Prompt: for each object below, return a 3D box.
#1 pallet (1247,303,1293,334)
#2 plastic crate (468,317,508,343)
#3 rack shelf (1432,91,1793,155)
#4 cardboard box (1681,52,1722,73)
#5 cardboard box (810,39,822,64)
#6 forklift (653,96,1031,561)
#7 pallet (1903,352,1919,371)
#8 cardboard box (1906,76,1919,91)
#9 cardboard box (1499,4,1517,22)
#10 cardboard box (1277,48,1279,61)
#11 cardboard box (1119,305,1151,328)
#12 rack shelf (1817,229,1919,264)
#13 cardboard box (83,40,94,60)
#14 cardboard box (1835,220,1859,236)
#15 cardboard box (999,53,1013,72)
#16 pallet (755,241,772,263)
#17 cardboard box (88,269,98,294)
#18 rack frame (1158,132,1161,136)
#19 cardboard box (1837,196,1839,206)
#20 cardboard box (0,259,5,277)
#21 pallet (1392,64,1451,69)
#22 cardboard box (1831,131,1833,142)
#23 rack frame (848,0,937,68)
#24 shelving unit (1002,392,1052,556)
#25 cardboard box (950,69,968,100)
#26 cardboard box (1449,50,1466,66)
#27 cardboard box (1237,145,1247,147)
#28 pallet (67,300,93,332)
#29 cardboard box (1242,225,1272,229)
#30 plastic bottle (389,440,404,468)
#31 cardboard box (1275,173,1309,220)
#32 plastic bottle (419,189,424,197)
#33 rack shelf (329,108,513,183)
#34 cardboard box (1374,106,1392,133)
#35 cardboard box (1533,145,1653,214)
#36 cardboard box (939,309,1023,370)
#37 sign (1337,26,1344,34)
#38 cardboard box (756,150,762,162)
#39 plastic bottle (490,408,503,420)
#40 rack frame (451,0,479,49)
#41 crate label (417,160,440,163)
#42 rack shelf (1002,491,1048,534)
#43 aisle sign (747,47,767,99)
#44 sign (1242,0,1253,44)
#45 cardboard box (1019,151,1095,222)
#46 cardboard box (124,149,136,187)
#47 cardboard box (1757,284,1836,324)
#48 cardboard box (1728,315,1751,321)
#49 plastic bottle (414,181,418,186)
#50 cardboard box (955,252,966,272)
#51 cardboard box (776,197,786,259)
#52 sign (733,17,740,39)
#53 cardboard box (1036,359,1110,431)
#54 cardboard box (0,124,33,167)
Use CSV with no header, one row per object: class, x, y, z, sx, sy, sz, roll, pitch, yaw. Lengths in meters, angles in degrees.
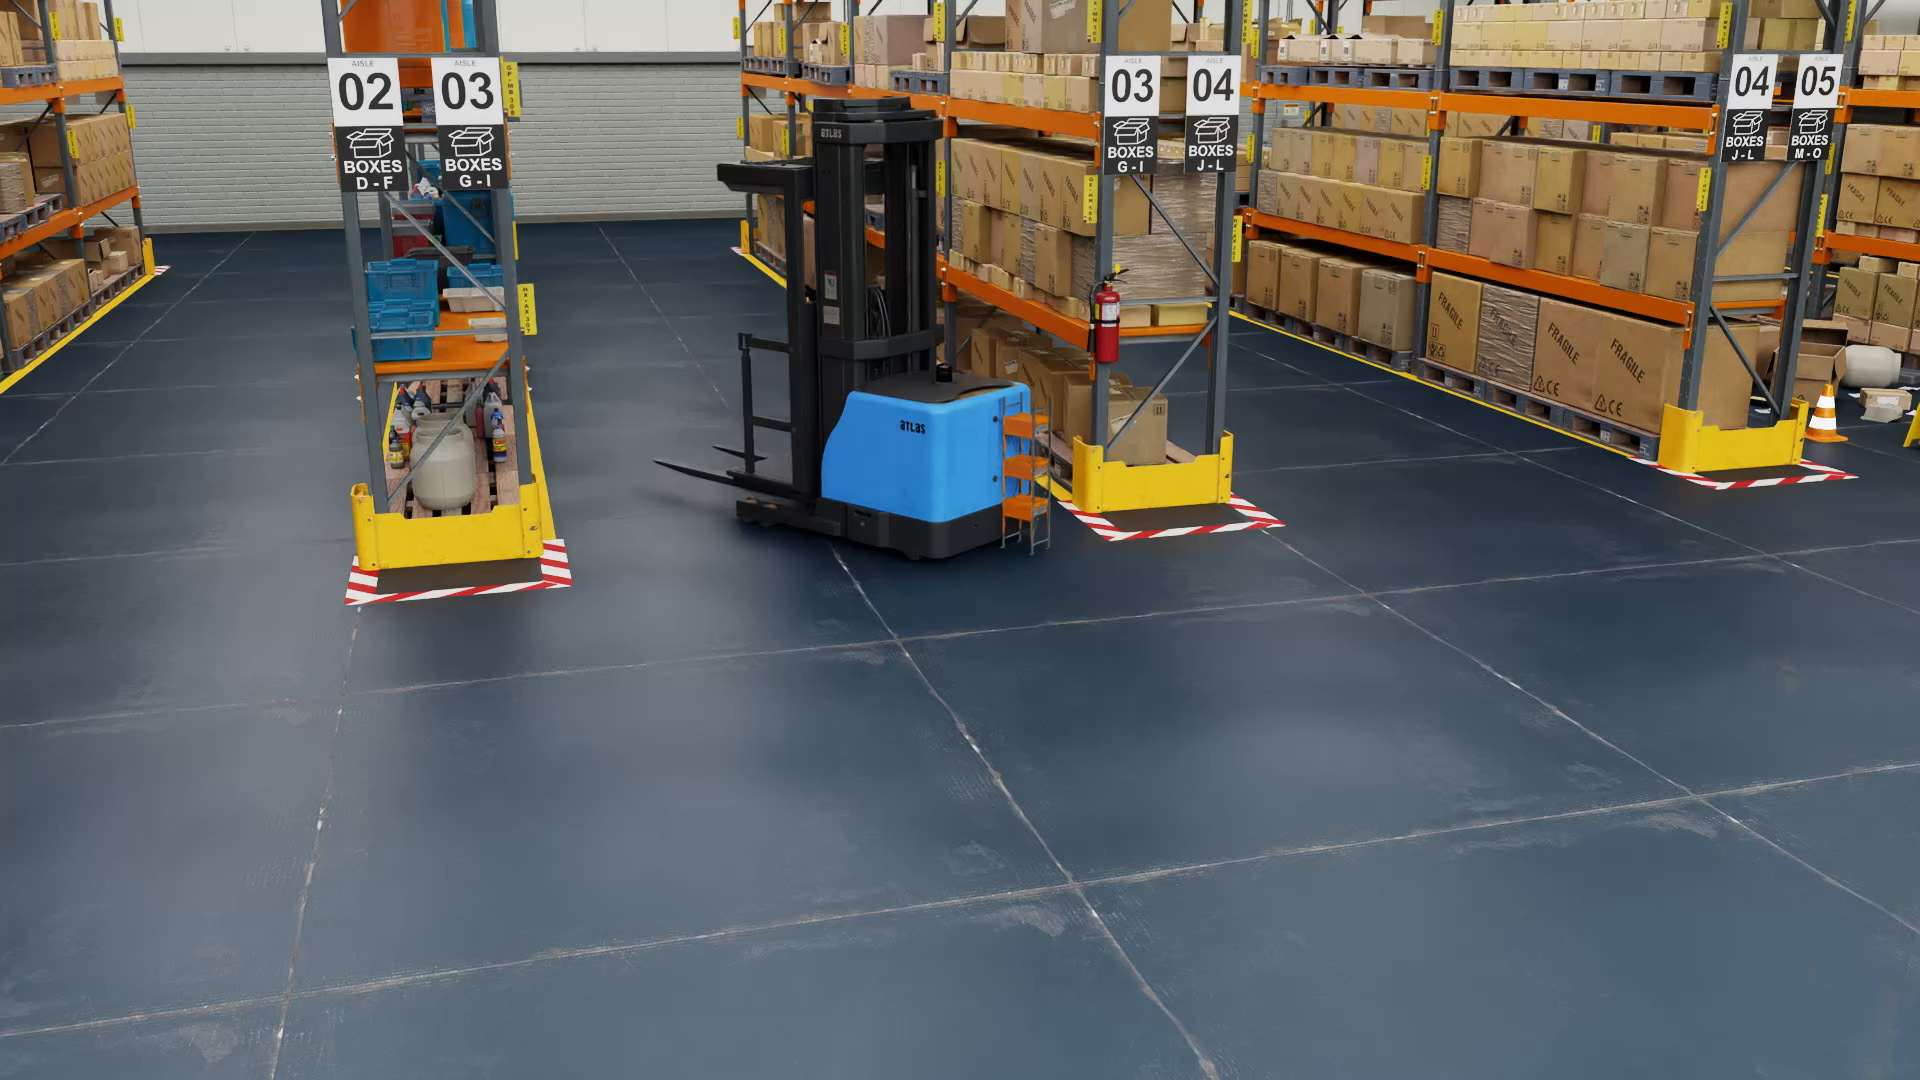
pallet,4.190,-2.718,20.133,1.003,0.211,1.213,-5,17,-15
plastic crate,-3.252,-1.456,11.542,0.298,0.136,0.250,-5,17,-15
rack shelf,5.694,-3.710,14.625,1.077,0.370,4.000,-5,17,-15
cardboard box,5.827,-3.695,12.858,0.380,0.149,0.250,-5,17,-15
cardboard box,-1.636,-6.304,21.436,0.500,0.311,0.500,-5,18,-17
forklift,-0.967,-1.596,11.669,3.031,2.935,1.130,13,21,38
pallet,10.434,-1.734,16.857,1.003,0.211,1.213,-5,17,-15
cardboard box,9.919,-4.664,16.989,0.380,0.149,0.250,-5,17,-15
cardboard box,5.129,-4.780,15.084,0.380,0.149,0.250,-5,17,-16
cardboard box,3.983,-5.738,19.658,0.380,0.149,0.250,-5,18,-17
cardboard box,1.170,-1.643,12.143,0.380,0.149,0.250,-5,17,-15
rack shelf,10.426,-2.693,16.452,1.077,0.370,4.000,-5,17,-15
cardboard box,-11.674,-6.412,21.760,0.500,0.250,0.500,-5,17,-15
cardboard box,9.655,-3.358,17.852,0.380,0.149,0.250,-5,17,-16
cardboard box,0.536,-3.891,13.544,0.380,0.149,0.250,-5,17,-16
pallet,-2.655,-4.576,26.318,1.003,0.211,1.213,-5,17,-15
cardboard box,-11.284,-3.294,21.112,0.500,0.311,0.500,-5,17,-15
rack frame,2.946,-5.384,24.161,1.000,3.000,0.127,-5,17,-15
cardboard box,10.028,-3.849,18.758,0.380,0.149,0.250,-4,17,-14
cardboard box,-11.065,-3.042,18.641,0.500,0.250,0.500,-5,17,-16
pallet,7.463,-7.424,25.895,1.003,0.211,1.213,-5,17,-15
cardboard box,12.922,-5.778,24.563,0.797,0.503,0.637,-5,17,-17
rack frame,-0.751,-6.786,18.403,1.000,3.000,0.127,-5,17,-15
shelving unit,0.446,-0.442,11.099,0.252,1.050,0.215,13,21,37
cardboard box,0.225,-4.027,14.691,0.500,0.250,0.500,-5,18,-17
cardboard box,4.918,-4.609,15.900,0.380,0.149,0.250,-5,17,-16
cardboard box,3.742,-5.150,22.055,0.380,0.149,0.250,-4,17,-14
pallet,-11.117,-2.680,20.007,1.003,0.211,1.213,-5,17,-15
cardboard box,3.949,-3.991,21.835,0.500,0.250,0.500,-5,17,-16
plastic bottle,-4.241,-0.653,12.510,0.097,0.201,0.097,0,17,0
cardboard box,4.052,-4.039,19.512,0.500,0.500,0.500,-5,17,-16
plastic bottle,-6.534,-4.090,20.071,0.152,0.276,0.135,-5,17,-15
rack shelf,-3.865,-2.954,12.109,1.077,0.370,4.000,-5,17,-15
cardboard box,7.002,-6.720,26.697,0.500,0.500,0.500,-4,17,-15
cardboard box,5.645,-3.206,14.774,0.875,0.550,0.500,-5,17,-15
cardboard box,0.200,-1.992,16.450,0.700,0.500,0.500,-6,18,-20
sign,4.581,-6.041,20.099,0.100,0.325,0.005,-5,17,-15
cardboard box,-2.794,-5.760,25.158,0.500,0.250,0.500,-5,18,-17
plastic bottle,-3.691,-0.918,13.270,0.097,0.271,0.097,0,17,0
rack frame,-5.514,-6.395,17.099,1.000,3.000,0.127,-5,17,-15
crate label,-7.961,-5.589,25.030,0.416,0.233,0.303,-5,17,-15
rack shelf,0.446,-0.166,11.182,0.240,0.259,0.215,13,21,37
aisle sign,-3.258,-7.367,26.246,0.394,0.787,0.004,-5,17,-15
sign,1.969,-3.599,11.485,0.100,0.325,0.005,-5,17,-15
cardboard box,0.781,-2.779,13.059,0.500,0.500,0.500,-5,17,-15
cardboard box,-12.091,-5.289,23.673,0.500,0.500,0.500,-4,17,-14
cardboard box,9.730,-2.678,18.990,0.950,0.372,0.625,-4,17,-15
cardboard box,8.173,-2.607,17.945,0.500,0.500,0.500,-5,17,-15
plastic bottle,-6.886,-4.400,21.089,0.061,0.283,0.133,-5,17,-15
cardboard box,0.174,-2.533,15.108,0.380,0.149,0.250,-5,17,-15
cardboard box,-2.202,-4.641,24.652,0.875,0.875,0.875,-5,17,-15
sign,-3.485,-7.977,25.923,0.100,0.325,0.005,-5,17,-15
cardboard box,0.941,-1.216,13.900,0.500,0.500,0.500,-3,17,-10
cardboard box,-11.764,-4.884,20.584,0.500,0.500,0.500,-5,17,-15
